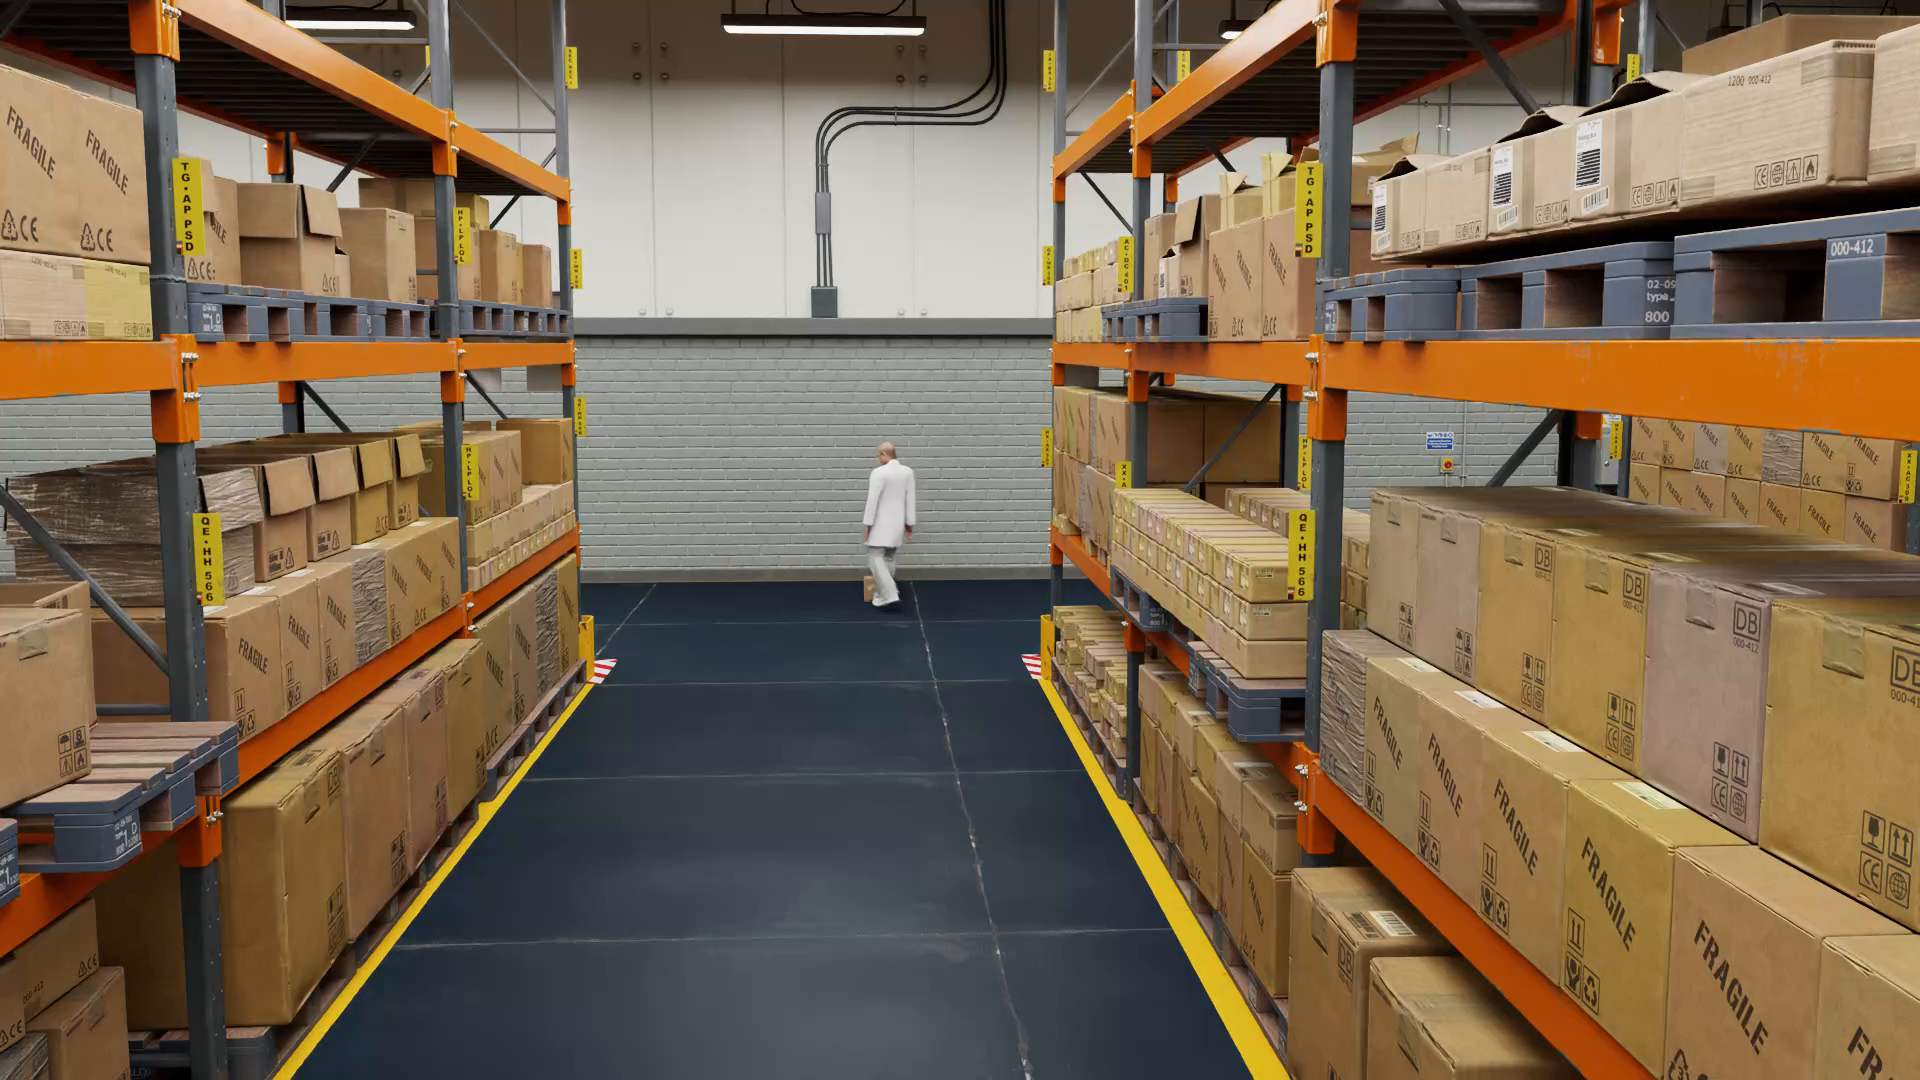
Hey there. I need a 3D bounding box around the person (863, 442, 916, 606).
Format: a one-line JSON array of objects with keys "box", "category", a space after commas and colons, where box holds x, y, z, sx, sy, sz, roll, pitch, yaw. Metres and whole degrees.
[{"box": [-0.800, -0.166, 17.641, 0.630, 1.753, 0.816, -5, 8, -36], "category": "person"}]
